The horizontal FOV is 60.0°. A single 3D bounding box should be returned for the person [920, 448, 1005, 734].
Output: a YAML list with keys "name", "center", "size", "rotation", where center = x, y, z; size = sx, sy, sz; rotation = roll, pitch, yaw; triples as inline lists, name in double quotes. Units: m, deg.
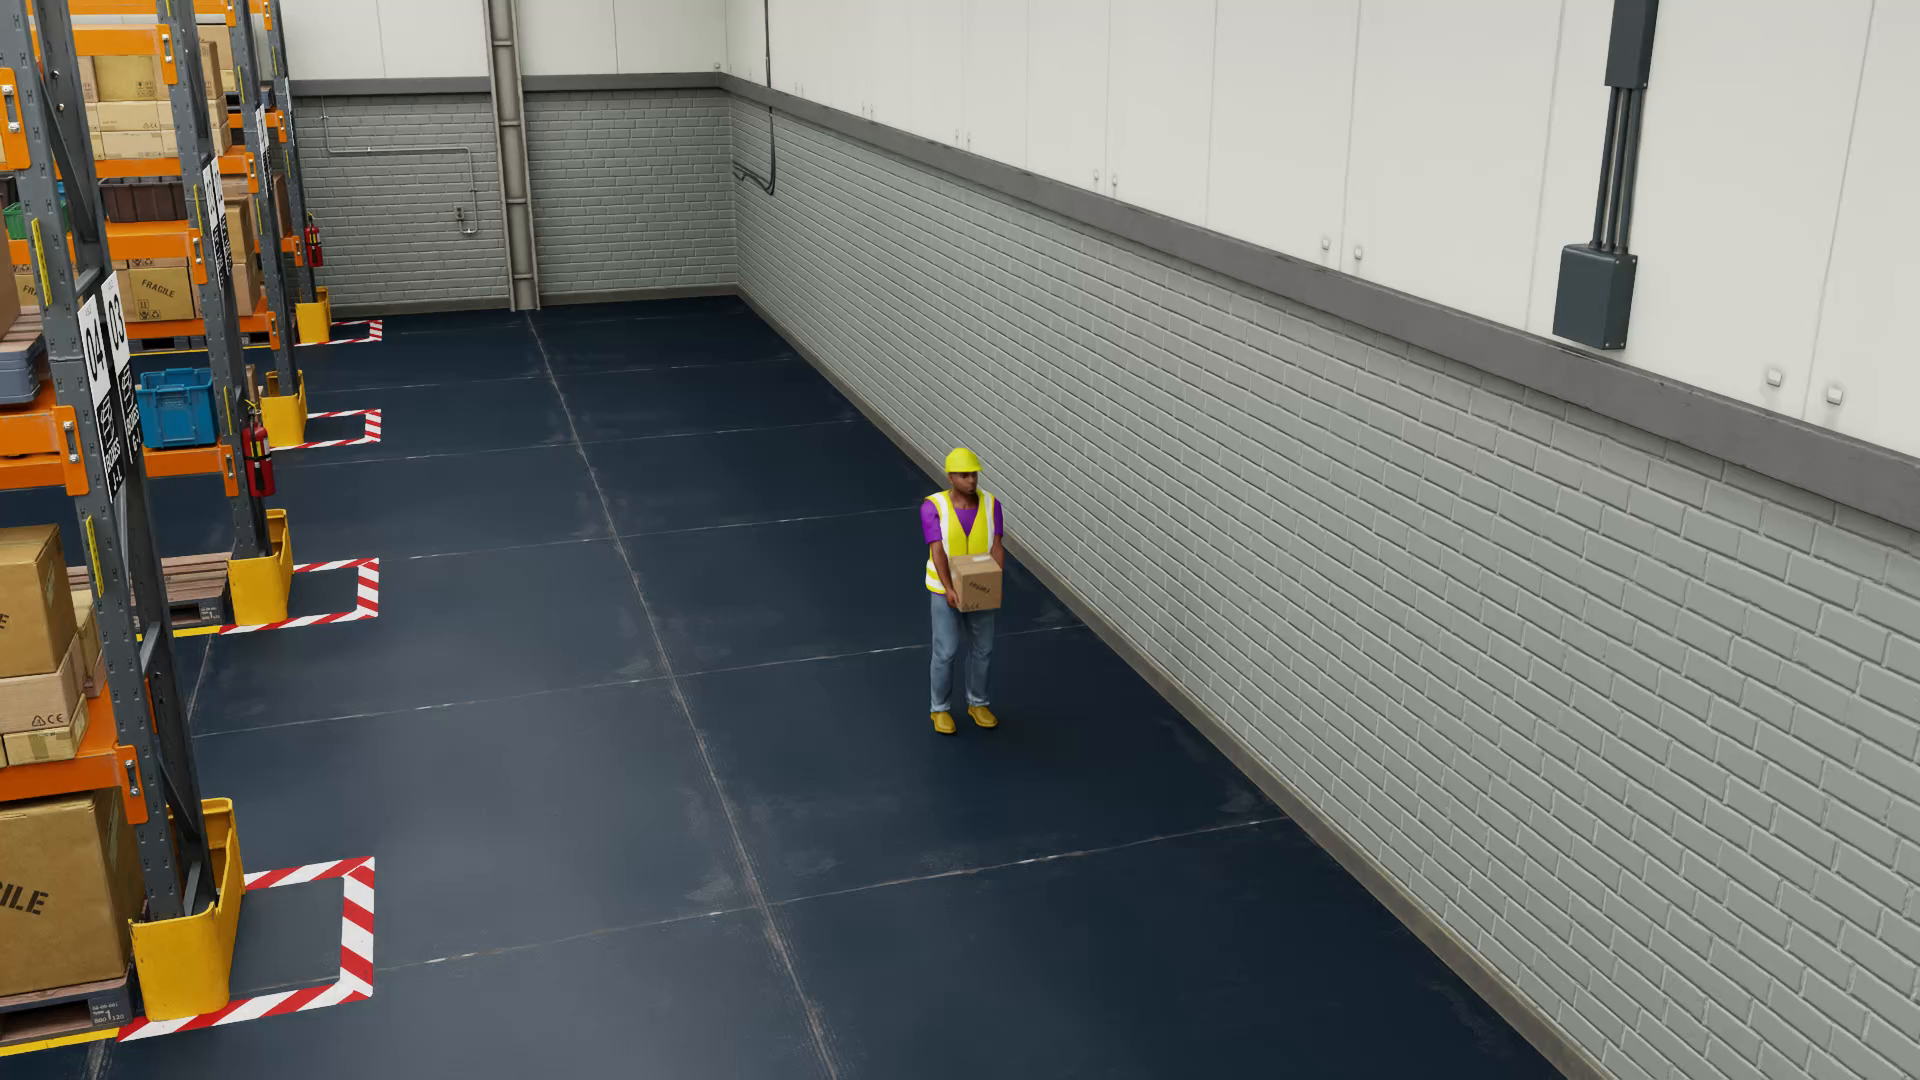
- name: "person"
  center: [0.050, 0.331, 10.079]
  size: [0.504, 1.761, 0.572]
  rotation: [-6, 20, -16]
